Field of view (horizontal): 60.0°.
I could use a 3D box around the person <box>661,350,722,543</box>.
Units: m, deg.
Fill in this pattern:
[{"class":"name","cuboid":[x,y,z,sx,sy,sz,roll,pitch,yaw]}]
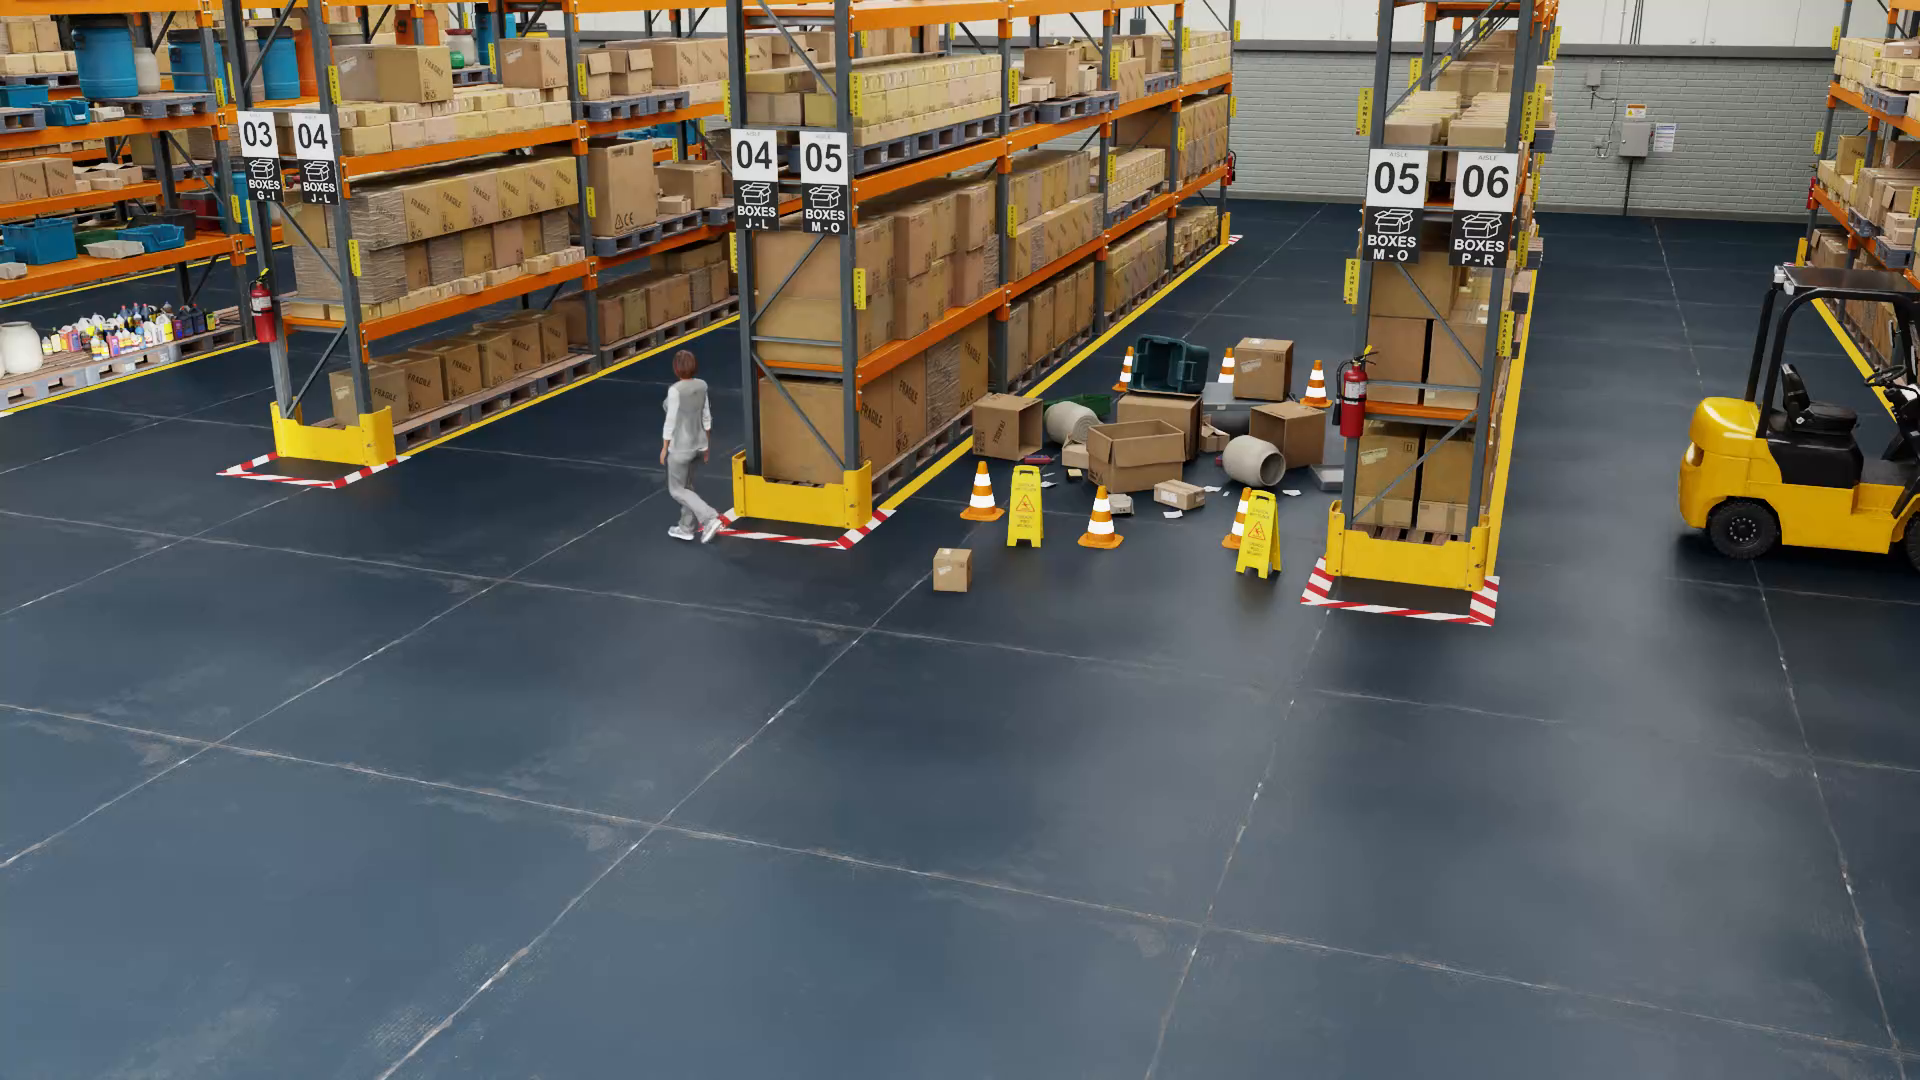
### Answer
[{"class":"person","cuboid":[-2.117,-0.716,13.119,0.723,1.580,0.413,14,23,34]}]
